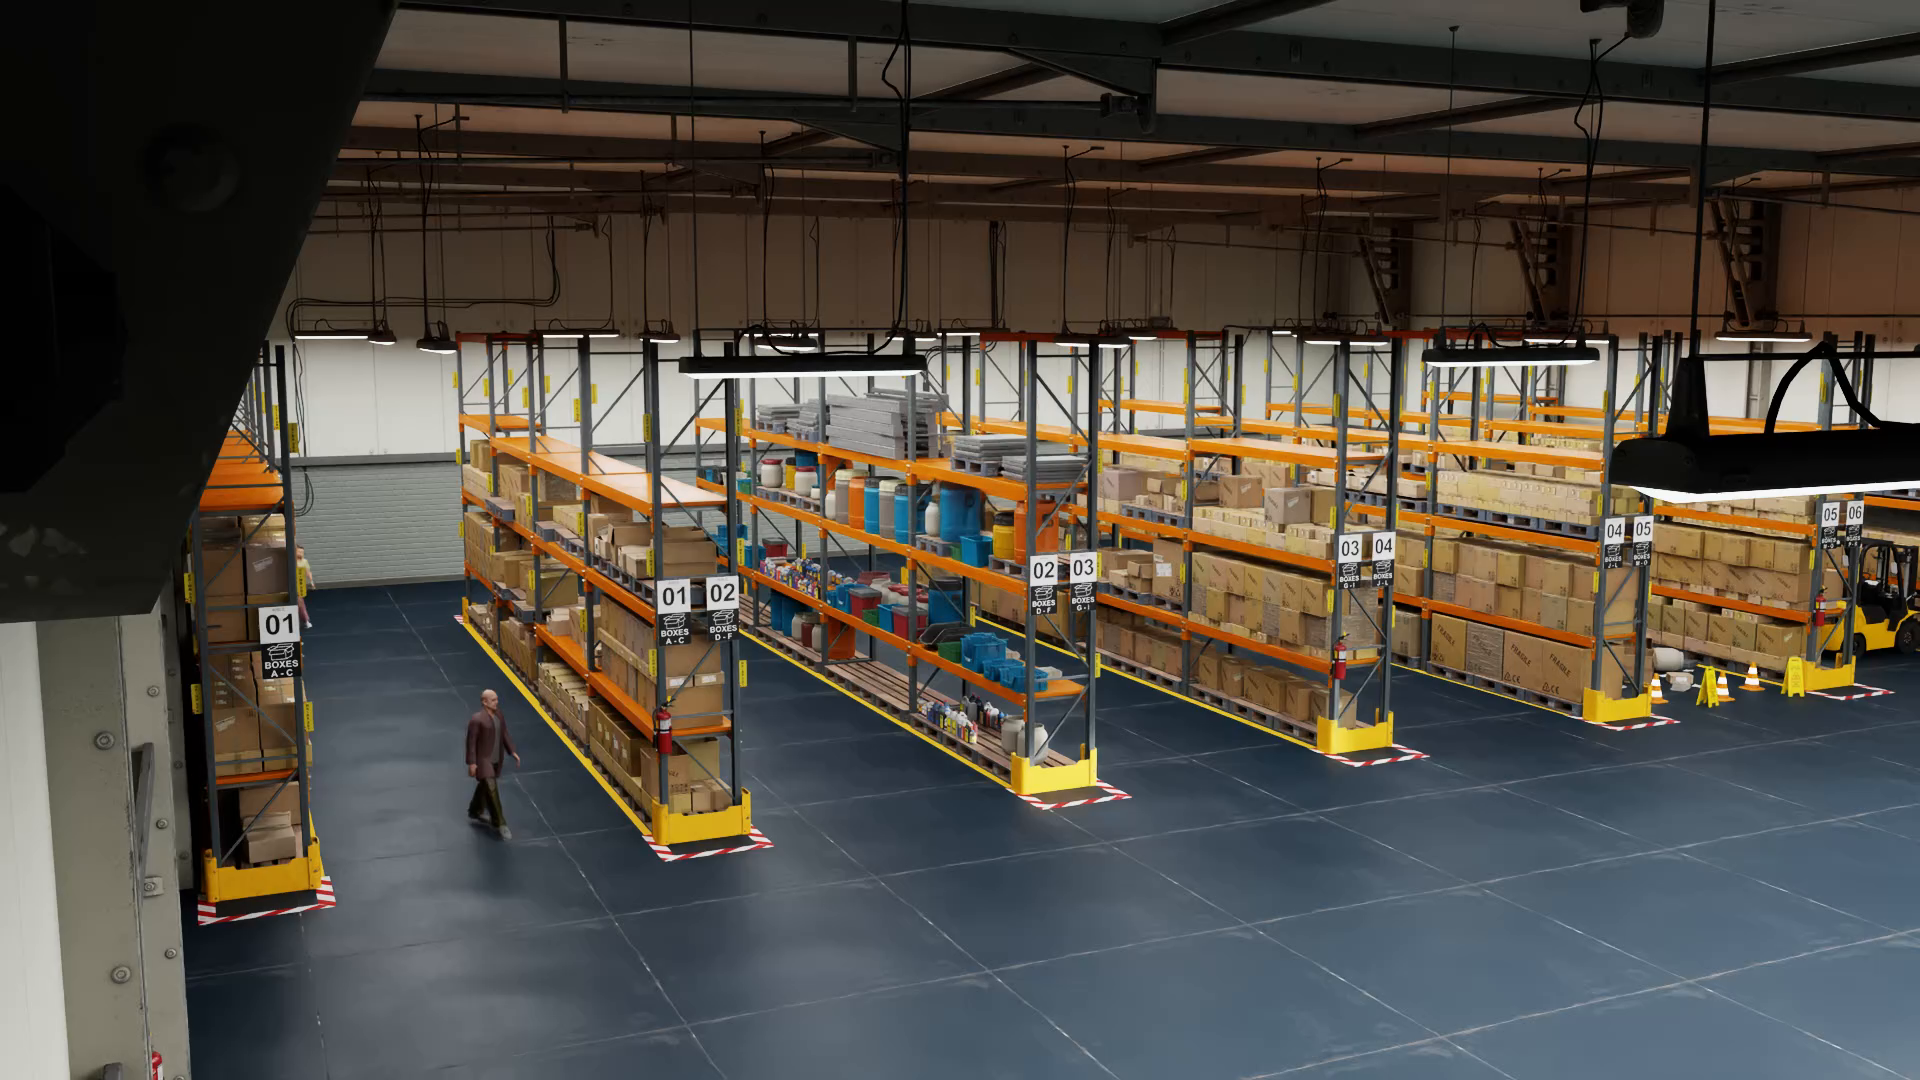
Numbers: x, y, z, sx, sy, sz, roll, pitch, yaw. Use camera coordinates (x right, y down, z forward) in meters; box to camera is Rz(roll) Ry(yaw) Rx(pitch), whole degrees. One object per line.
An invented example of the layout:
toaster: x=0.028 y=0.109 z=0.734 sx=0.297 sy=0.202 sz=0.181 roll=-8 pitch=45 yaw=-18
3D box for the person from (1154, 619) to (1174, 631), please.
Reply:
person: x=3.961 y=1.120 z=32.417 sx=0.586 sy=1.719 sz=0.503 roll=-2 pitch=8 yaw=-14

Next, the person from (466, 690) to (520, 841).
person: x=-5.776 y=2.714 z=20.467 sx=1.027 sy=1.770 sz=0.672 roll=5 pitch=9 yaw=35

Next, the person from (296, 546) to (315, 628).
person: x=-13.496 y=0.929 z=34.024 sx=0.997 sy=1.630 sz=0.481 roll=5 pitch=9 yaw=34
